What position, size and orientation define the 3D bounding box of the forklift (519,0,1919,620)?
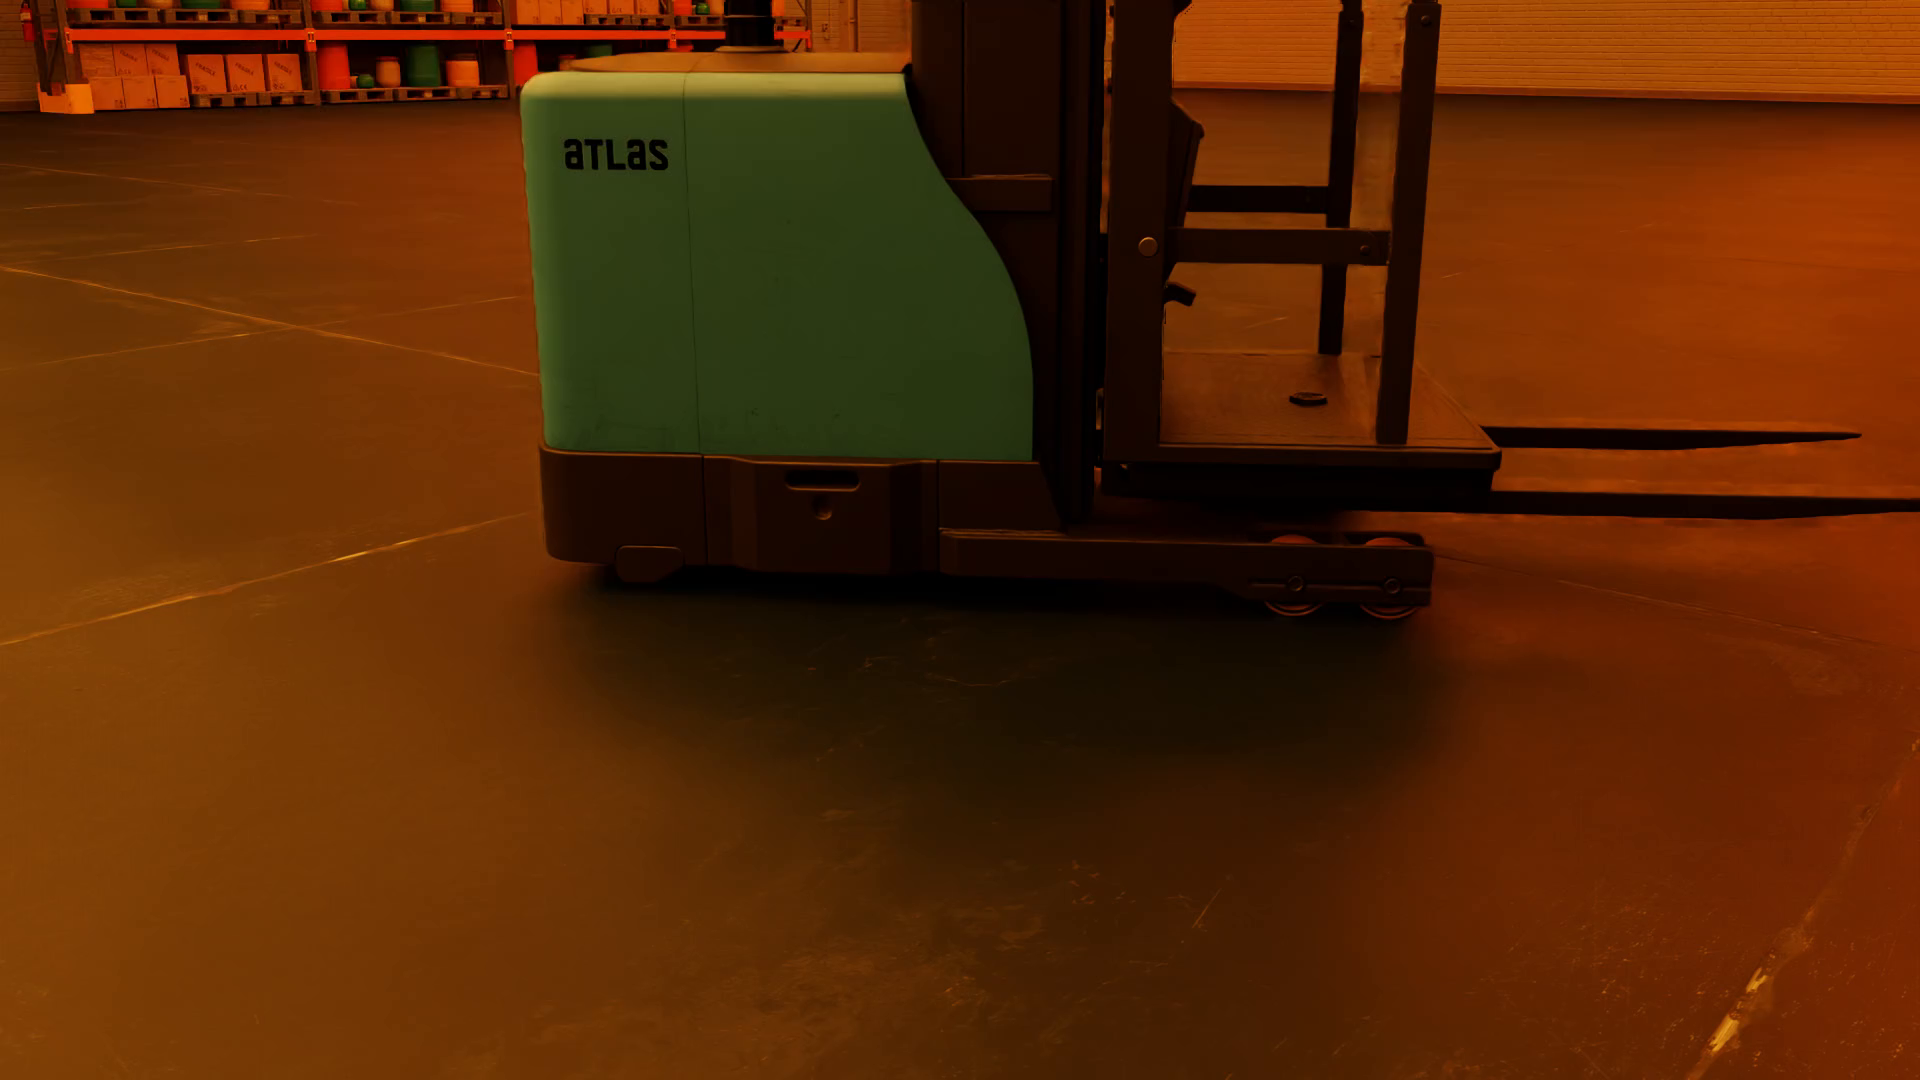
[{"bbox_3d":[0.644,-1.401,3.512,3.031,2.935,1.130,1,17,5],"label":"forklift"}]
